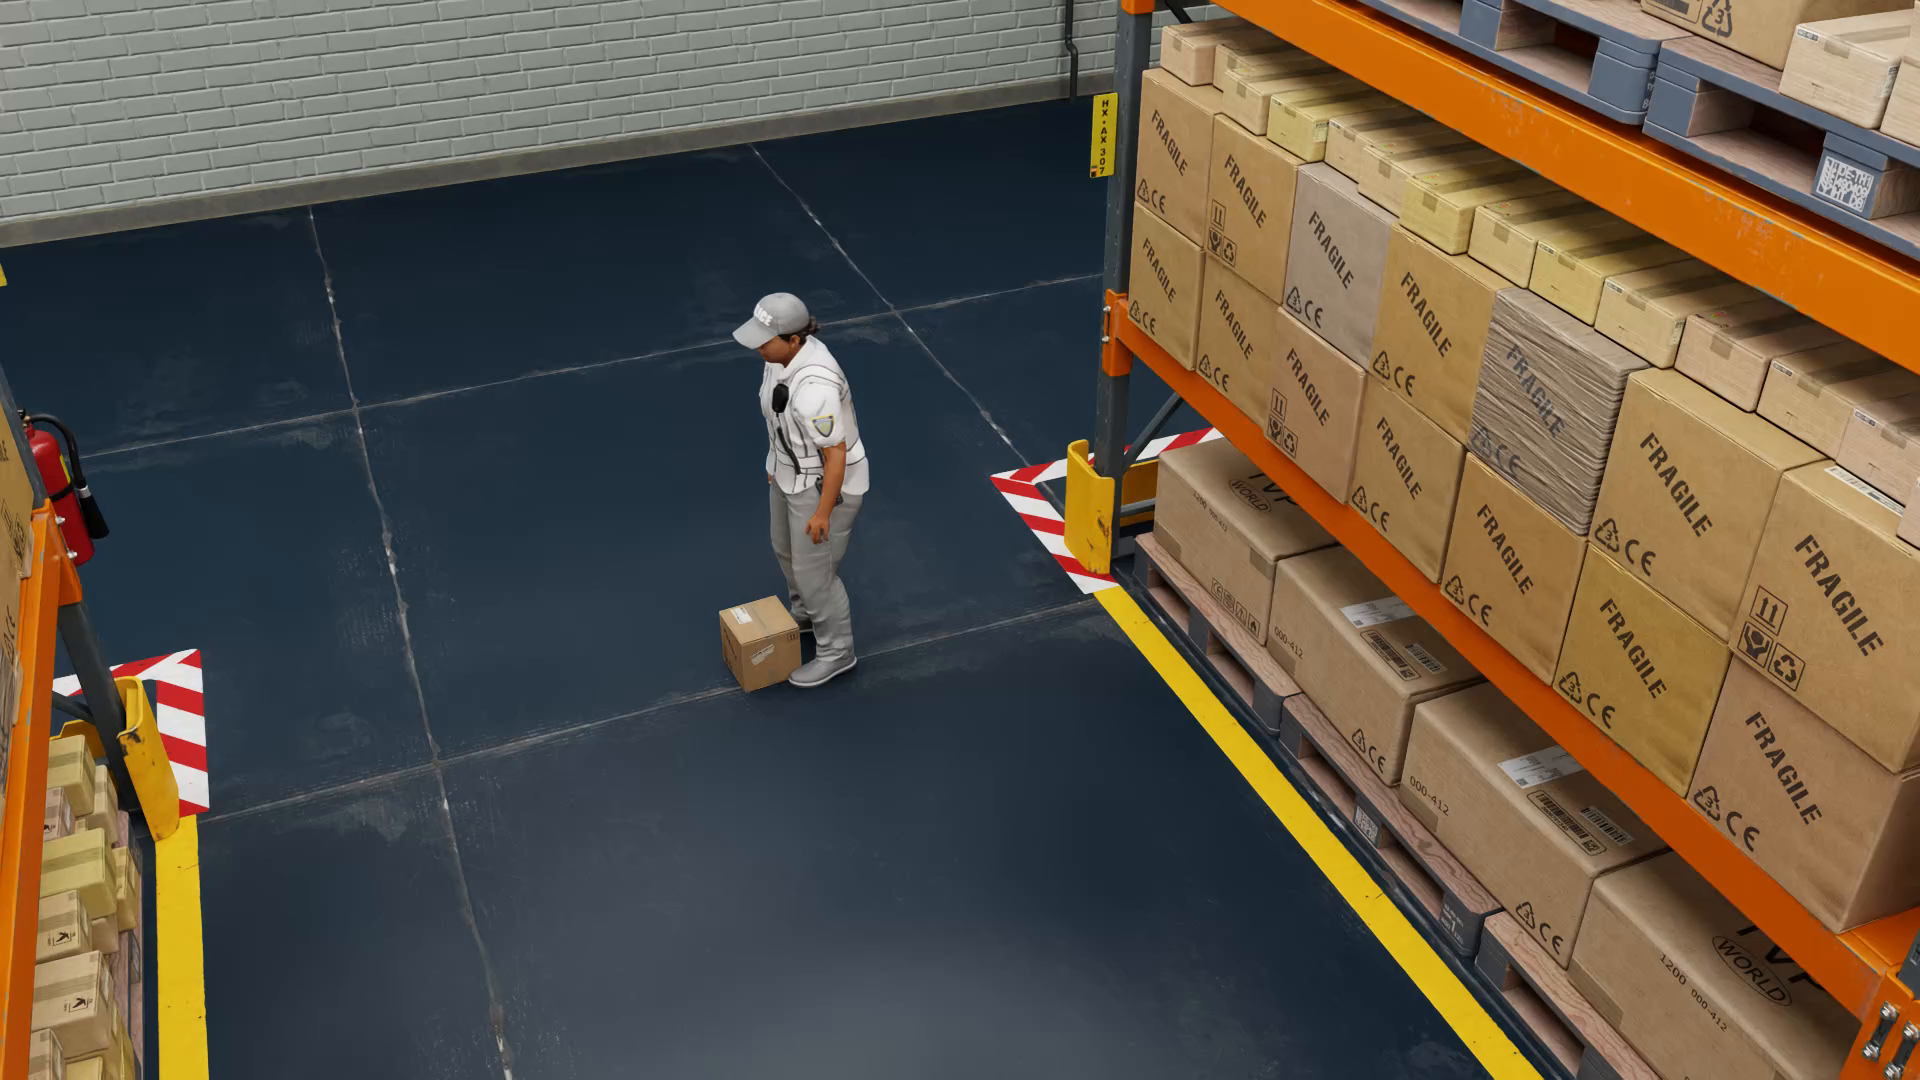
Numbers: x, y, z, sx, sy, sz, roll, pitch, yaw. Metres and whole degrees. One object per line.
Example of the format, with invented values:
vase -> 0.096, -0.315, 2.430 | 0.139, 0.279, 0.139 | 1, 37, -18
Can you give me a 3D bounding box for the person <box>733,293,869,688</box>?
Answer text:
person -> -0.611, -0.214, 6.455 | 0.467, 1.667, 0.558 | -14, 36, -20
